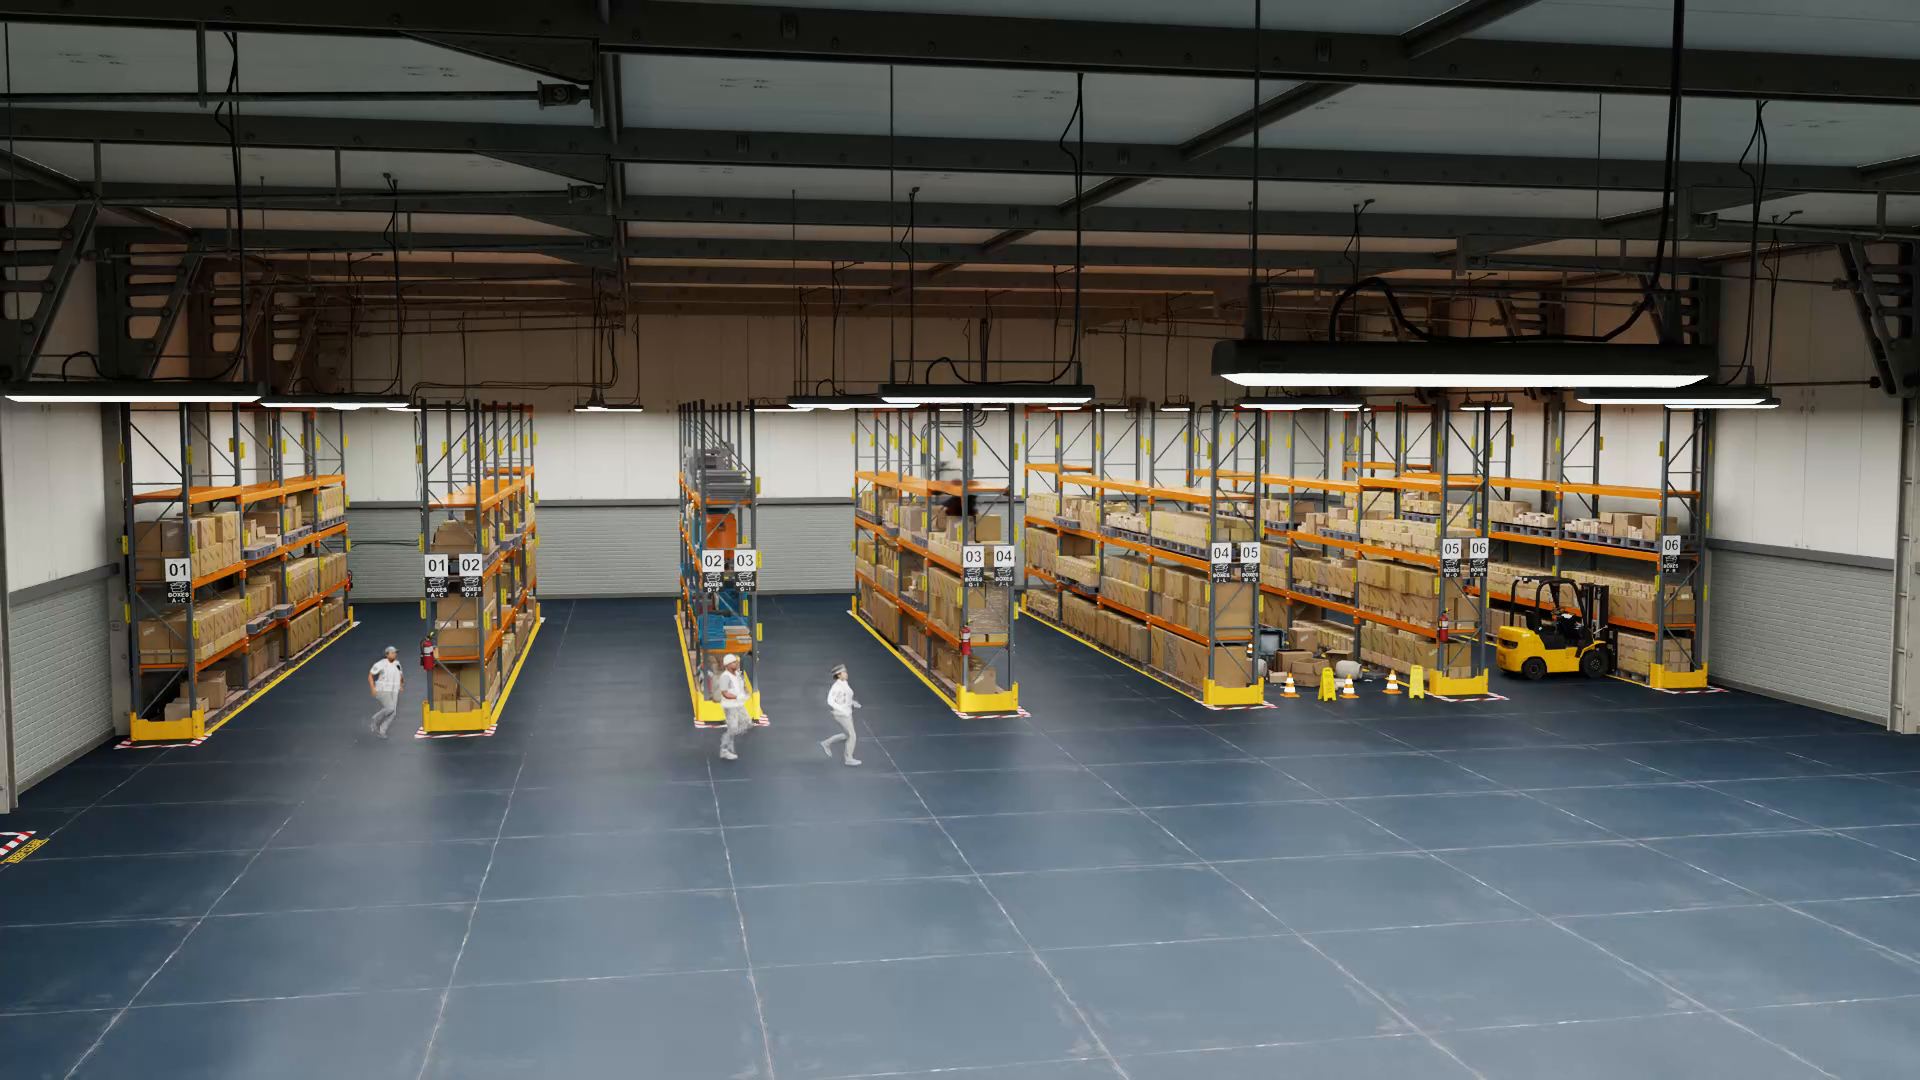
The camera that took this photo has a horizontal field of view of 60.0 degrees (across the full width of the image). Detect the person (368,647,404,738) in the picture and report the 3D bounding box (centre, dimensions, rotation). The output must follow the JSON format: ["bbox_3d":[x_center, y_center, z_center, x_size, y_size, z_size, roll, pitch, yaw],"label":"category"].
[{"bbox_3d":[-10.118,2.700,29.545,0.513,1.594,0.643,3,5,37],"label":"person"}]

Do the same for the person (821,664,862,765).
[{"bbox_3d":[-1.959,2.842,27.185,0.718,1.654,0.621,1,4,14],"label":"person"}]

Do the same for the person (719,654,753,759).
[{"bbox_3d":[-3.726,2.761,27.607,0.610,1.740,0.672,1,5,17],"label":"person"}]
